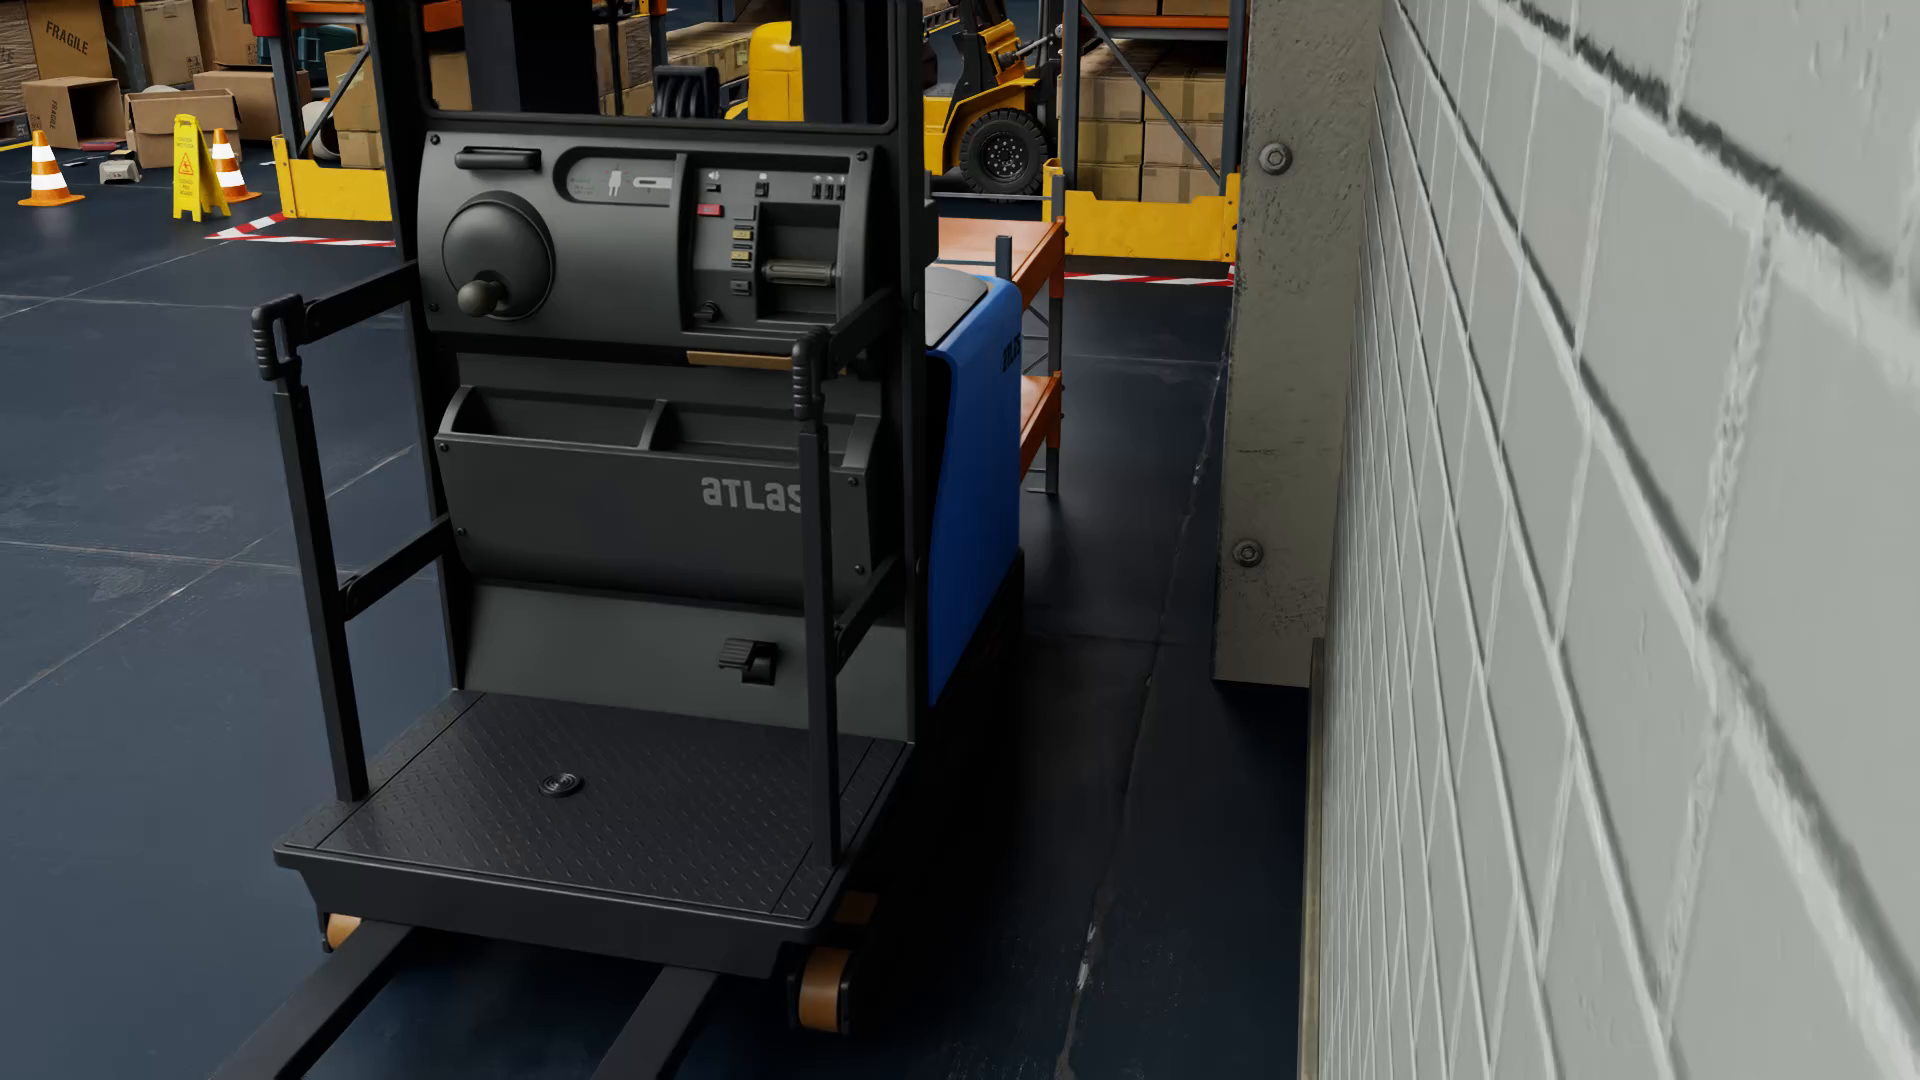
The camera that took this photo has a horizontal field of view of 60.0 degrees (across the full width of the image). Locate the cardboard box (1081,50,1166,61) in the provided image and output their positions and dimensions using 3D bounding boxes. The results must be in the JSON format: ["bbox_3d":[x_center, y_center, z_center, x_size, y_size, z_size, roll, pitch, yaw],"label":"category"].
[{"bbox_3d":[1.058,-3.027,10.814,0.500,0.250,0.500,5,22,12],"label":"cardboard box"}]

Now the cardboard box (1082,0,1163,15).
[{"bbox_3d":[0.921,-3.326,9.641,0.500,0.500,0.500,4,22,10],"label":"cardboard box"}]

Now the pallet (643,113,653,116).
[{"bbox_3d":[-3.068,-3.377,13.636,1.003,0.211,1.213,4,22,11],"label":"pallet"}]

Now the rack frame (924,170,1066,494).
[{"bbox_3d":[0.105,-0.710,5.791,0.500,1.125,0.032,4,22,11],"label":"rack frame"}]

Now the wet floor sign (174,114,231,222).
[{"bbox_3d":[-4.868,-2.376,10.569,0.267,0.644,0.232,13,25,29],"label":"wet floor sign"}]

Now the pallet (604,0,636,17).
[{"bbox_3d":[-5.600,-8.032,25.195,1.003,0.211,1.213,4,22,11],"label":"pallet"}]

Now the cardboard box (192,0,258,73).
[{"bbox_3d":[-7.593,-4.997,16.375,1.050,0.750,0.750,4,22,11],"label":"cardboard box"}]

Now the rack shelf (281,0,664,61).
[{"bbox_3d":[-3.374,-3.854,12.050,1.077,0.370,4.000,4,22,11],"label":"rack shelf"}]

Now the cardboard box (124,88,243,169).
[{"bbox_3d":[-5.902,-3.134,12.640,0.797,0.503,0.637,-11,25,-26],"label":"cardboard box"}]

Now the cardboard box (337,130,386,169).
[{"bbox_3d":[-3.876,-2.700,11.342,0.500,0.250,0.500,4,22,11],"label":"cardboard box"}]

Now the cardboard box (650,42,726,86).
[{"bbox_3d":[-2.718,-4.350,15.275,0.950,0.372,0.625,6,23,14],"label":"cardboard box"}]

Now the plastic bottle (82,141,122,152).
[{"bbox_3d":[-6.806,-3.129,13.222,0.283,0.061,0.133,-3,22,-8],"label":"plastic bottle"}]

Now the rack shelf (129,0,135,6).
[{"bbox_3d":[-7.424,-5.657,16.528,1.077,0.370,4.000,4,22,11],"label":"rack shelf"}]

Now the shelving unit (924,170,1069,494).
[{"bbox_3d":[0.001,-0.524,5.329,0.538,1.125,1.048,4,22,11],"label":"shelving unit"}]

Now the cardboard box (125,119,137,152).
[{"bbox_3d":[-6.380,-3.222,13.178,0.396,0.266,0.258,8,23,20],"label":"cardboard box"}]

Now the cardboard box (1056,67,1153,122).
[{"bbox_3d":[0.867,-2.655,9.889,0.500,0.250,0.500,5,23,13],"label":"cardboard box"}]

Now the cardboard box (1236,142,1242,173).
[{"bbox_3d":[1.499,-2.346,10.461,0.500,0.250,0.500,5,22,11],"label":"cardboard box"}]

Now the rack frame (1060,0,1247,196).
[{"bbox_3d":[1.078,-3.079,9.163,1.000,3.000,0.127,4,22,11],"label":"rack frame"}]

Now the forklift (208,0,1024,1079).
[{"bbox_3d":[-0.665,-0.571,3.028,1.130,2.935,3.031,5,23,13],"label":"forklift"}]

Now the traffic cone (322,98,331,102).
[{"bbox_3d":[-6.080,-4.458,15.983,0.336,0.463,0.334,4,22,11],"label":"traffic cone"}]

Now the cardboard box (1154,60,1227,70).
[{"bbox_3d":[1.460,-2.807,10.267,0.500,0.250,0.500,4,22,11],"label":"cardboard box"}]

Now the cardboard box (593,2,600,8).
[{"bbox_3d":[-5.482,-7.833,24.220,0.380,0.149,0.250,5,22,12],"label":"cardboard box"}]

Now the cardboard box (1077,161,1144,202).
[{"bbox_3d":[0.865,-2.194,10.085,0.500,0.250,0.500,5,22,11],"label":"cardboard box"}]

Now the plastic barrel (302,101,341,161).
[{"bbox_3d":[-4.843,-3.132,12.743,0.421,0.421,0.512,-16,27,-35],"label":"plastic barrel"}]

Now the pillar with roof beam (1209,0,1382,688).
[{"bbox_3d":[-3.336,-4.182,3.871,9.100,9.000,0.400,4,22,11],"label":"pillar with roof beam"}]

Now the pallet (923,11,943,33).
[{"bbox_3d":[-0.855,-7.271,23.304,1.003,0.211,1.213,4,22,11],"label":"pallet"}]

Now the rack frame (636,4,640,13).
[{"bbox_3d":[-5.384,-9.648,25.474,1.000,3.000,0.127,4,22,11],"label":"rack frame"}]

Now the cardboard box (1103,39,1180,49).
[{"bbox_3d":[1.284,-3.403,11.748,0.500,0.250,0.500,5,23,13],"label":"cardboard box"}]

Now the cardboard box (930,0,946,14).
[{"bbox_3d":[-0.732,-7.730,23.578,0.875,0.438,0.875,5,22,12],"label":"cardboard box"}]

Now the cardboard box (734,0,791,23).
[{"bbox_3d":[-1.927,-5.837,18.294,0.875,0.875,0.875,4,22,10],"label":"cardboard box"}]

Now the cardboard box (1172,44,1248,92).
[{"bbox_3d":[1.684,-3.176,11.183,0.500,0.250,0.500,4,22,10],"label":"cardboard box"}]

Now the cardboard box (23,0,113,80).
[{"bbox_3d":[-8.029,-4.244,14.338,0.875,0.875,0.875,5,22,12],"label":"cardboard box"}]

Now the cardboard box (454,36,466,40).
[{"bbox_3d":[-3.661,-3.411,12.103,0.500,0.500,0.500,4,22,10],"label":"cardboard box"}]

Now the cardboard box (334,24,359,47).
[{"bbox_3d":[-7.228,-5.658,18.015,1.050,0.750,0.750,4,22,10],"label":"cardboard box"}]

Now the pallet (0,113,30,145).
[{"bbox_3d":[-8.311,-3.246,13.311,1.003,0.211,1.213,4,22,11],"label":"pallet"}]

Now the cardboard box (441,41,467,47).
[{"bbox_3d":[-3.240,-3.198,11.572,0.500,0.500,0.500,4,22,9],"label":"cardboard box"}]

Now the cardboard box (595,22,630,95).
[{"bbox_3d":[-2.926,-3.763,12.977,0.500,0.500,0.500,5,22,12],"label":"cardboard box"}]

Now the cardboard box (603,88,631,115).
[{"bbox_3d":[-2.922,-3.406,13.094,0.500,0.250,0.500,4,22,9],"label":"cardboard box"}]

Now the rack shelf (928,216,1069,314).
[{"bbox_3d":[0.001,-0.796,5.220,0.538,0.278,1.000,4,22,11],"label":"rack shelf"}]

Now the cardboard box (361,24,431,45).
[{"bbox_3d":[-3.865,-3.477,11.396,0.380,0.149,0.250,5,22,12],"label":"cardboard box"}]

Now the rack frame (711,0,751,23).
[{"bbox_3d":[-2.150,-6.382,17.364,1.000,3.000,0.127,4,22,11],"label":"rack frame"}]

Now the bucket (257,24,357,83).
[{"bbox_3d":[-5.603,-4.221,14.345,0.726,0.611,0.620,13,15,29],"label":"bucket"}]

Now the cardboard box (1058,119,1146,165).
[{"bbox_3d":[0.871,-2.432,10.006,0.500,0.250,0.500,4,22,10],"label":"cardboard box"}]

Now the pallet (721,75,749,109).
[{"bbox_3d":[-2.562,-4.358,16.071,1.003,0.211,1.213,4,22,11],"label":"pallet"}]

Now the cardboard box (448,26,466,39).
[{"bbox_3d":[-3.755,-3.664,11.863,0.380,0.149,0.250,5,23,13],"label":"cardboard box"}]

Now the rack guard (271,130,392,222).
[{"bbox_3d":[-3.766,-2.324,10.636,1.175,0.500,0.348,4,22,11],"label":"rack guard"}]

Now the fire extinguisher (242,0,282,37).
[{"bbox_3d":[-4.256,-3.414,10.097,0.296,0.674,0.183,4,22,11],"label":"fire extinguisher"}]

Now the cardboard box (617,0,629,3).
[{"bbox_3d":[-5.240,-8.210,25.158,0.380,0.149,0.250,5,23,13],"label":"cardboard box"}]

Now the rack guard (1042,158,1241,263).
[{"bbox_3d":[1.073,-1.911,9.609,1.175,0.500,0.348,4,22,11],"label":"rack guard"}]

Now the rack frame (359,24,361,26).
[{"bbox_3d":[-7.016,-6.722,18.209,1.000,3.000,0.127,4,22,11],"label":"rack frame"}]

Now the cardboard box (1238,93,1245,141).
[{"bbox_3d":[1.586,-2.758,10.816,0.500,0.250,0.500,5,22,12],"label":"cardboard box"}]

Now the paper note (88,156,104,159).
[{"bbox_3d":[-6.687,-2.960,12.868,0.032,0.001,0.123,18,28,38],"label":"paper note"}]

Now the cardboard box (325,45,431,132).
[{"bbox_3d":[-3.874,-3.036,11.172,0.500,0.500,0.500,5,22,11],"label":"cardboard box"}]

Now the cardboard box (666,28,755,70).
[{"bbox_3d":[-2.417,-4.882,16.594,0.950,0.372,0.625,4,22,10],"label":"cardboard box"}]
